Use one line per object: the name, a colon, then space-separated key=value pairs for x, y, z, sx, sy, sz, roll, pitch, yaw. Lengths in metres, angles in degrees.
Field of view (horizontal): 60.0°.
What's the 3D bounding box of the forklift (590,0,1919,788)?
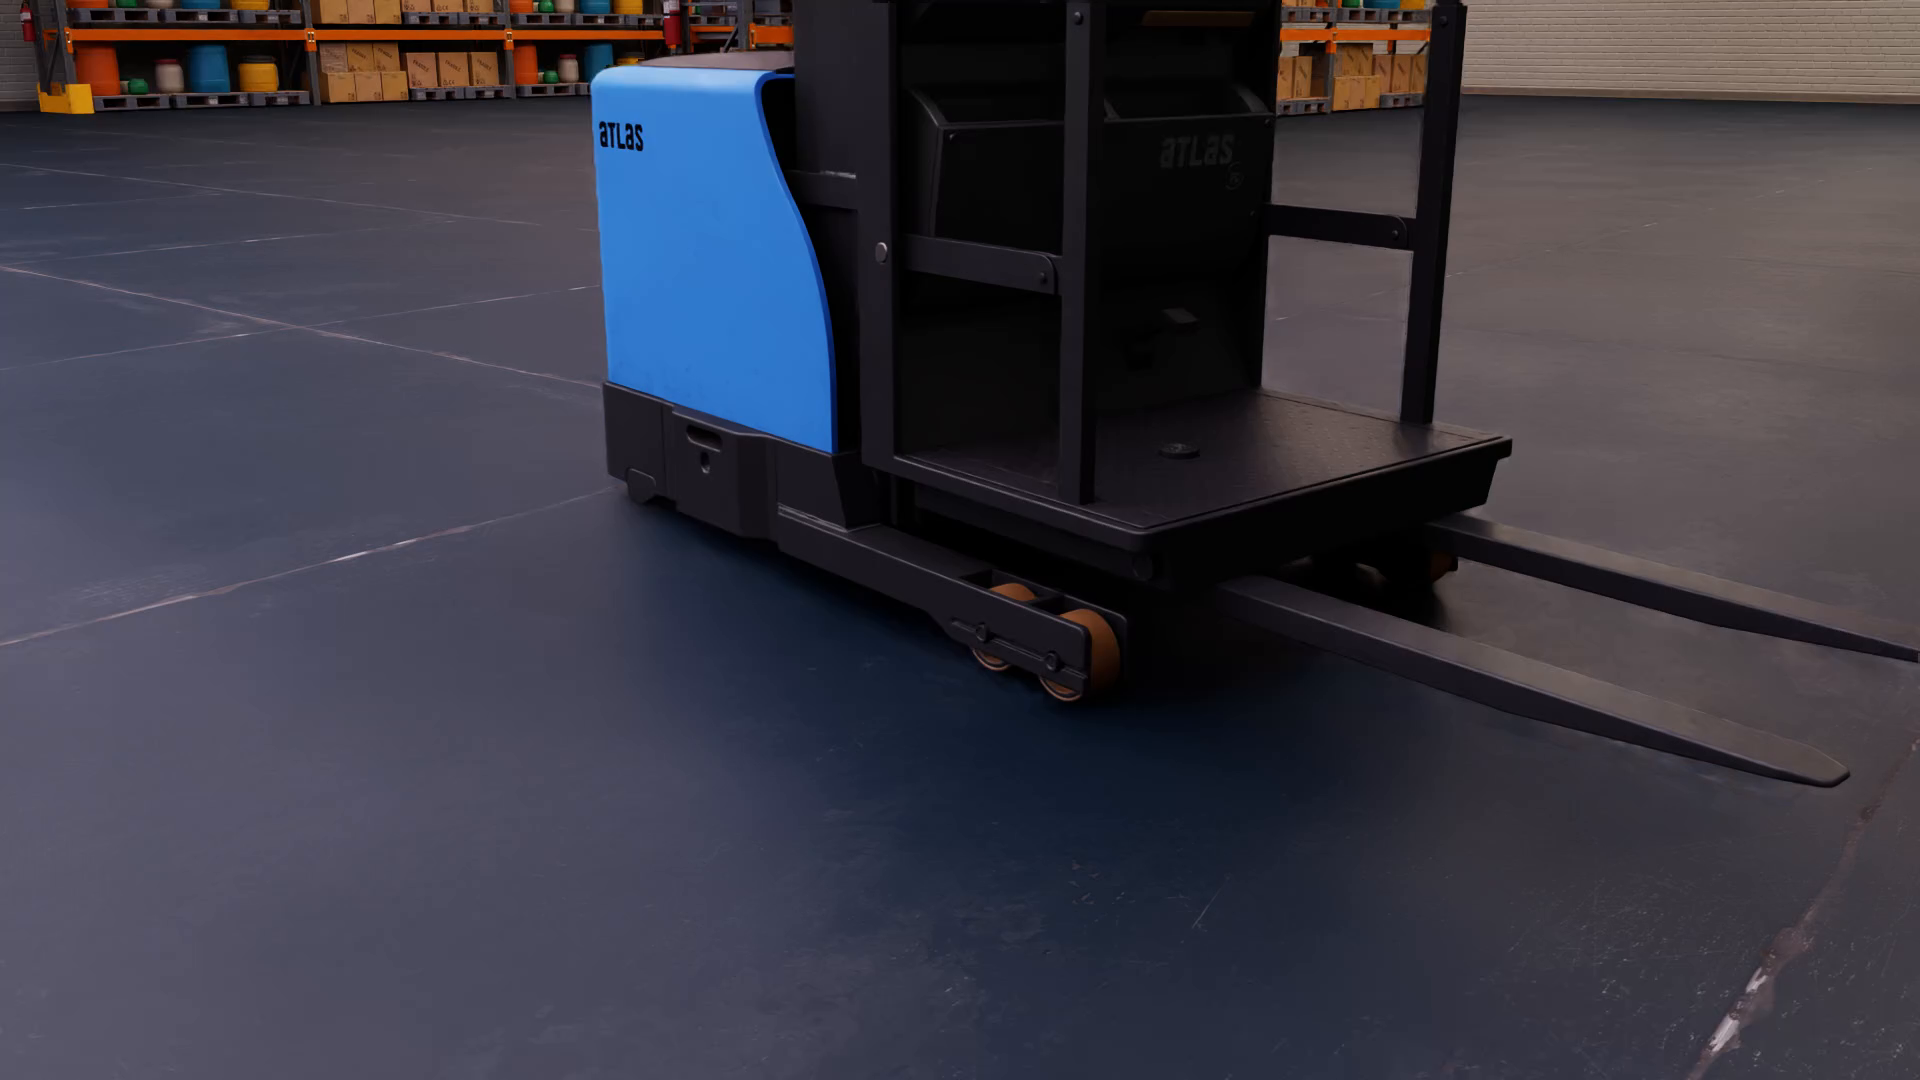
forklift: x=0.416 y=-1.276 z=3.099 sx=1.130 sy=2.935 sz=3.031 roll=-13 pitch=21 yaw=-37
